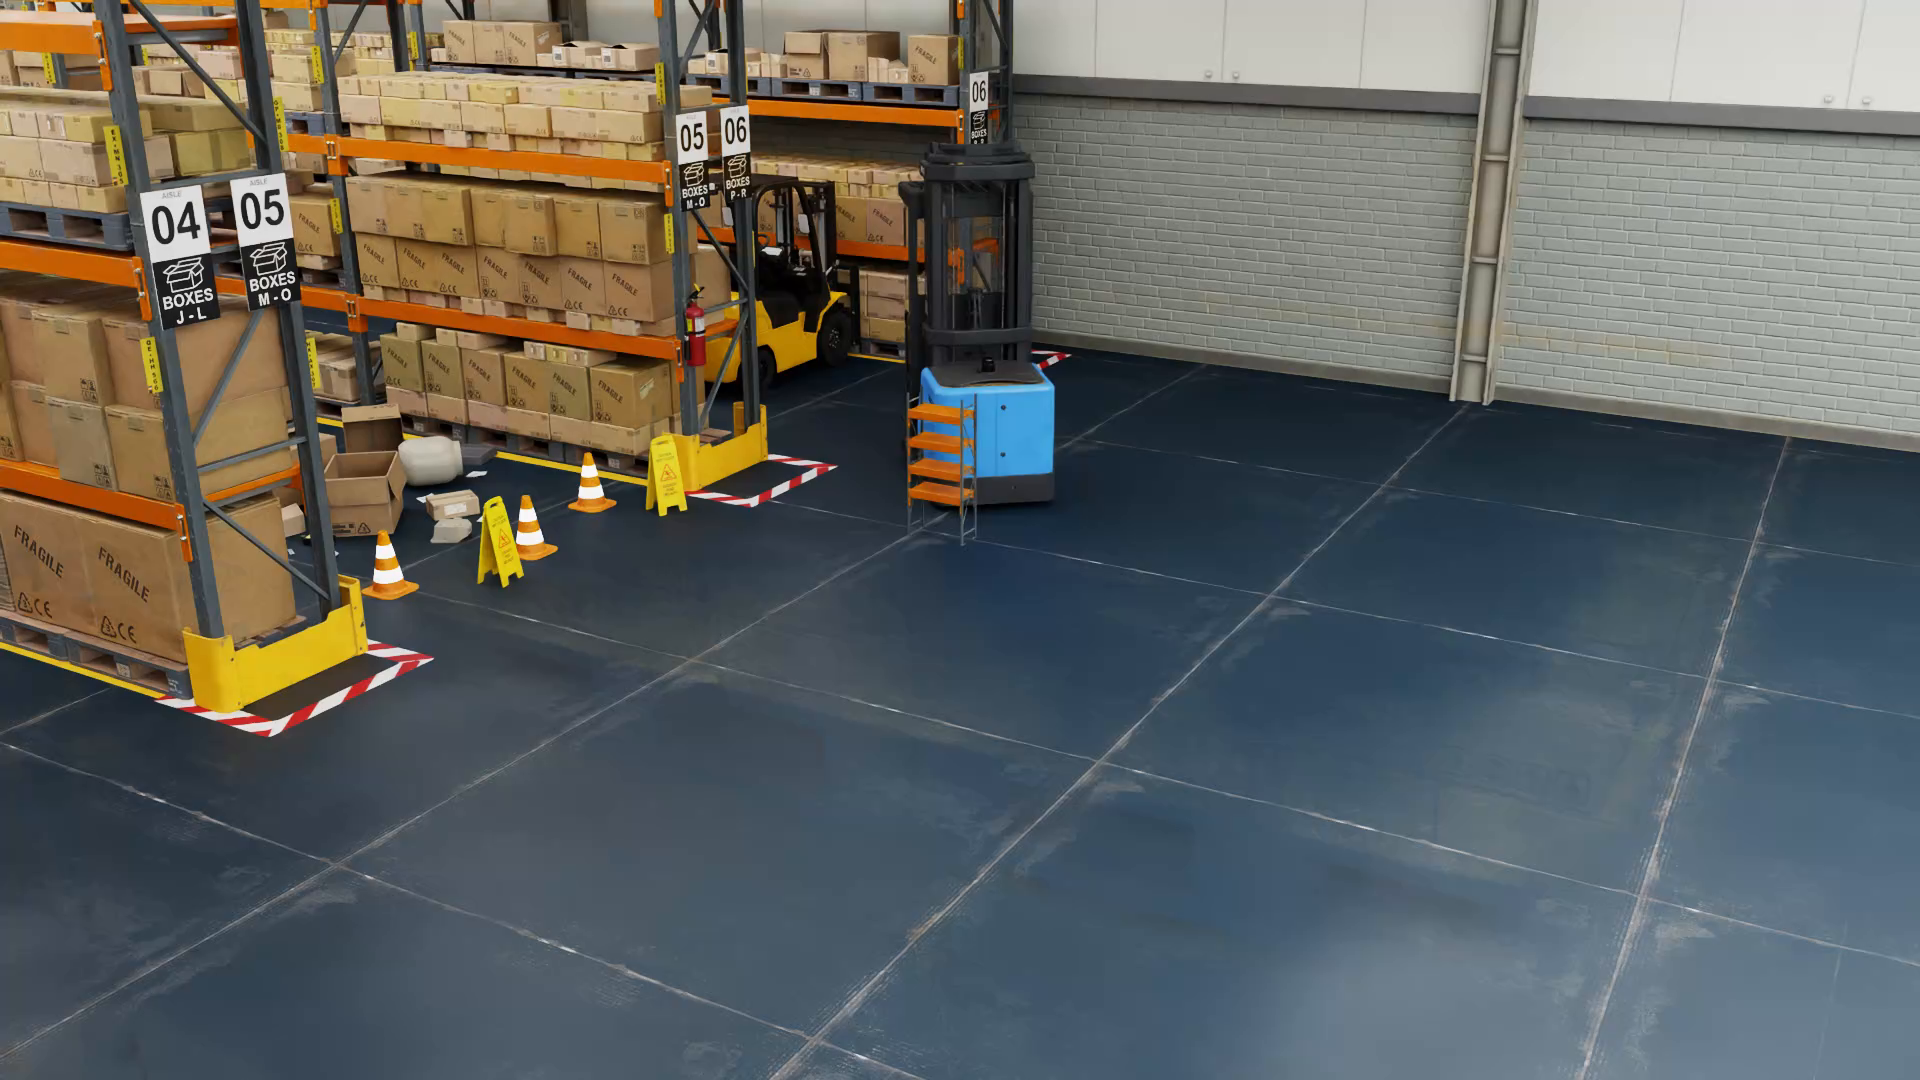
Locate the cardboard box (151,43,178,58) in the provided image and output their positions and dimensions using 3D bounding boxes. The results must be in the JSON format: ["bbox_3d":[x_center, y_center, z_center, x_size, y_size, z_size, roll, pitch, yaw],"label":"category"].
[{"bbox_3d":[-11.189,-7.058,23.810,0.500,0.250,0.500,10,22,25],"label":"cardboard box"}]

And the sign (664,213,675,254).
[{"bbox_3d":[-2.416,-2.547,13.826,0.005,0.325,0.100,11,23,27],"label":"sign"}]

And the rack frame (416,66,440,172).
[{"bbox_3d":[-6.695,-4.825,22.267,0.127,3.000,1.000,11,23,27],"label":"rack frame"}]

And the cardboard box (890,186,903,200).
[{"bbox_3d":[-0.584,-3.916,18.663,0.250,0.149,0.380,11,23,28],"label":"cardboard box"}]

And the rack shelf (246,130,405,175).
[{"bbox_3d":[-7.366,-4.086,16.886,4.000,0.370,1.077,11,23,27],"label":"rack shelf"}]

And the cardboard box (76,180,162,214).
[{"bbox_3d":[-4.909,-2.016,9.732,0.250,0.149,0.380,11,23,27],"label":"cardboard box"}]

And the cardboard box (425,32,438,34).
[{"bbox_3d":[-7.089,-6.686,22.199,0.250,0.149,0.380,11,23,28],"label":"cardboard box"}]

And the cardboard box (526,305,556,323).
[{"bbox_3d":[-3.710,-2.088,15.092,0.250,0.149,0.380,11,22,27],"label":"cardboard box"}]

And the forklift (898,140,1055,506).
[{"bbox_3d":[0.052,-2.124,14.922,1.130,2.935,3.031,-3,20,-9],"label":"forklift"}]

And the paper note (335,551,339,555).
[{"bbox_3d":[-4.958,0.112,13.015,0.144,0.017,0.142,-16,26,-38],"label":"paper note"}]

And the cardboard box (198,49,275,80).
[{"bbox_3d":[-7.090,-4.675,16.326,0.500,0.250,0.500,11,23,28],"label":"cardboard box"}]

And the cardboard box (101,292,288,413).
[{"bbox_3d":[-4.759,-1.177,10.408,0.550,0.550,0.875,11,23,27],"label":"cardboard box"}]

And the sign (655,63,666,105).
[{"bbox_3d":[-2.416,-3.680,13.415,0.005,0.325,0.100,11,23,27],"label":"sign"}]

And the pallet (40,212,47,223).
[{"bbox_3d":[-6.176,-2.217,10.809,1.213,0.211,1.003,11,23,27],"label":"pallet"}]

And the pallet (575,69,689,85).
[{"bbox_3d":[-3.979,-5.623,20.348,1.217,0.209,0.805,10,22,25],"label":"pallet"}]

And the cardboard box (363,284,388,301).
[{"bbox_3d":[-5.502,-2.415,15.993,0.250,0.149,0.380,11,23,27],"label":"cardboard box"}]

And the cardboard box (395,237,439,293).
[{"bbox_3d":[-4.922,-2.635,15.649,0.500,0.500,0.500,11,23,27],"label":"cardboard box"}]

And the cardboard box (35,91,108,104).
[{"bbox_3d":[-5.699,-2.799,10.720,0.250,0.149,0.380,10,22,27],"label":"cardboard box"}]

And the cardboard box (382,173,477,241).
[{"bbox_3d":[-4.906,-3.109,15.488,0.500,0.500,0.700,11,23,28],"label":"cardboard box"}]

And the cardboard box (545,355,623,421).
[{"bbox_3d":[-3.412,-1.415,15.183,0.500,0.500,0.500,12,23,29],"label":"cardboard box"}]

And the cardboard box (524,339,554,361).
[{"bbox_3d":[-3.755,-1.762,15.189,0.250,0.149,0.380,12,23,30],"label":"cardboard box"}]

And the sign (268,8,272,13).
[{"bbox_3d":[-9.919,-7.494,23.891,0.005,0.325,0.100,11,23,27],"label":"sign"}]

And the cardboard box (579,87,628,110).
[{"bbox_3d":[-3.005,-3.743,14.084,0.250,0.149,0.380,11,22,27],"label":"cardboard box"}]

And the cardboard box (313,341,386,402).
[{"bbox_3d":[-6.079,-1.730,16.973,0.625,0.372,0.950,11,23,28],"label":"cardboard box"}]

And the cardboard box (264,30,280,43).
[{"bbox_3d":[-9.434,-6.873,22.685,0.250,0.149,0.380,10,22,26],"label":"cardboard box"}]

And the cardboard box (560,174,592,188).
[{"bbox_3d":[-4.652,-4.500,20.858,0.500,0.250,0.500,11,23,28],"label":"cardboard box"}]

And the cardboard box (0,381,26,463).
[{"bbox_3d":[-6.201,-0.936,11.326,0.500,0.550,0.875,11,23,27],"label":"cardboard box"}]

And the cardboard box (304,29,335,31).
[{"bbox_3d":[-8.765,-6.921,22.817,0.250,0.149,0.380,11,23,28],"label":"cardboard box"}]

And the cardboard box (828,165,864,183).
[{"bbox_3d":[-1.289,-4.165,18.915,0.250,0.149,0.380,11,23,28],"label":"cardboard box"}]

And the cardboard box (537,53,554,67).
[{"bbox_3d":[-4.984,-5.917,20.484,0.250,0.149,0.380,10,22,27],"label":"cardboard box"}]

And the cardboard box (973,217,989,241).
[{"bbox_3d":[-0.008,-3.706,19.038,0.500,0.500,0.500,12,23,29],"label":"cardboard box"}]

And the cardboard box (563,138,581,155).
[{"bbox_3d":[-3.213,-3.432,14.397,0.250,0.149,0.380,11,23,28],"label":"cardboard box"}]

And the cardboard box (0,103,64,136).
[{"bbox_3d":[-5.581,-2.519,9.949,0.250,0.149,0.380,11,23,28],"label":"cardboard box"}]

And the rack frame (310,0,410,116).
[{"bbox_3d":[-5.620,-5.501,15.335,0.127,3.000,1.000,11,23,27],"label":"rack frame"}]

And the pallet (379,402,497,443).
[{"bbox_3d":[-5.017,-1.269,16.555,1.213,0.211,1.003,11,23,27],"label":"pallet"}]

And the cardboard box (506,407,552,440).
[{"bbox_3d":[-3.873,-1.149,15.551,0.500,0.250,0.500,10,22,25],"label":"cardboard box"}]

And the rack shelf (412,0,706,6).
[{"bbox_3d":[-4.949,-6.786,20.518,4.000,0.370,1.077,11,23,27],"label":"rack shelf"}]

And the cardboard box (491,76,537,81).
[{"bbox_3d":[-4.071,-4.165,15.248,0.250,0.149,0.380,11,23,28],"label":"cardboard box"}]

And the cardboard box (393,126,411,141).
[{"bbox_3d":[-4.996,-3.780,15.356,0.250,0.149,0.380,11,23,27],"label":"cardboard box"}]

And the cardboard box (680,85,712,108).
[{"bbox_3d":[-2.339,-3.803,14.250,0.250,0.149,0.380,11,22,27],"label":"cardboard box"}]

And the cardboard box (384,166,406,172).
[{"bbox_3d":[-7.455,-4.899,22.225,0.250,0.149,0.380,11,23,28],"label":"cardboard box"}]

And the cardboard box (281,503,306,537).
[{"bbox_3d":[-5.547,-0.168,13.439,0.258,0.266,0.396,16,25,36],"label":"cardboard box"}]

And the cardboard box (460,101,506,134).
[{"bbox_3d":[-4.042,-3.753,14.696,0.500,0.250,0.500,11,23,28],"label":"cardboard box"}]

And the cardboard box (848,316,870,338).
[{"bbox_3d":[-1.137,-2.555,19.425,0.500,0.250,0.500,11,23,28],"label":"cardboard box"}]

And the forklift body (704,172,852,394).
[{"bbox_3d":[-2.256,-2.868,18.116,1.214,2.155,2.313,11,23,27],"label":"forklift body"}]

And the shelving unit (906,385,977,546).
[{"bbox_3d":[-0.145,-0.592,13.236,0.503,1.200,0.258,11,23,27],"label":"shelving unit"}]

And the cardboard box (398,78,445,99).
[{"bbox_3d":[-4.821,-4.066,14.975,0.250,0.149,0.380,11,22,27],"label":"cardboard box"}]

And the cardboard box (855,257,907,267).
[{"bbox_3d":[-0.907,-3.174,19.666,0.500,0.250,0.500,11,22,27],"label":"cardboard box"}]

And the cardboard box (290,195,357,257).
[{"bbox_3d":[-6.135,-3.074,16.242,0.500,0.500,0.500,10,22,26],"label":"cardboard box"}]

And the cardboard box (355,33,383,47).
[{"bbox_3d":[-7.776,-6.620,22.016,0.250,0.149,0.380,10,22,26],"label":"cardboard box"}]

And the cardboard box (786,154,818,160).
[{"bbox_3d":[-1.874,-4.522,19.898,0.250,0.149,0.380,10,22,26],"label":"cardboard box"}]

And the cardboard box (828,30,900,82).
[{"bbox_3d":[-1.061,-5.397,18.537,0.500,0.500,0.700,11,23,28],"label":"cardboard box"}]

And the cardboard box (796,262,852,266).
[{"bbox_3d":[-1.597,-3.104,19.472,0.500,0.250,0.500,10,22,26],"label":"cardboard box"}]

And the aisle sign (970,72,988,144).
[{"bbox_3d":[0.204,-4.618,17.885,0.004,0.787,0.394,11,23,27],"label":"aisle sign"}]

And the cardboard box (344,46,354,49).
[{"bbox_3d":[-7.987,-6.524,22.188,0.250,0.149,0.380,11,23,28],"label":"cardboard box"}]
